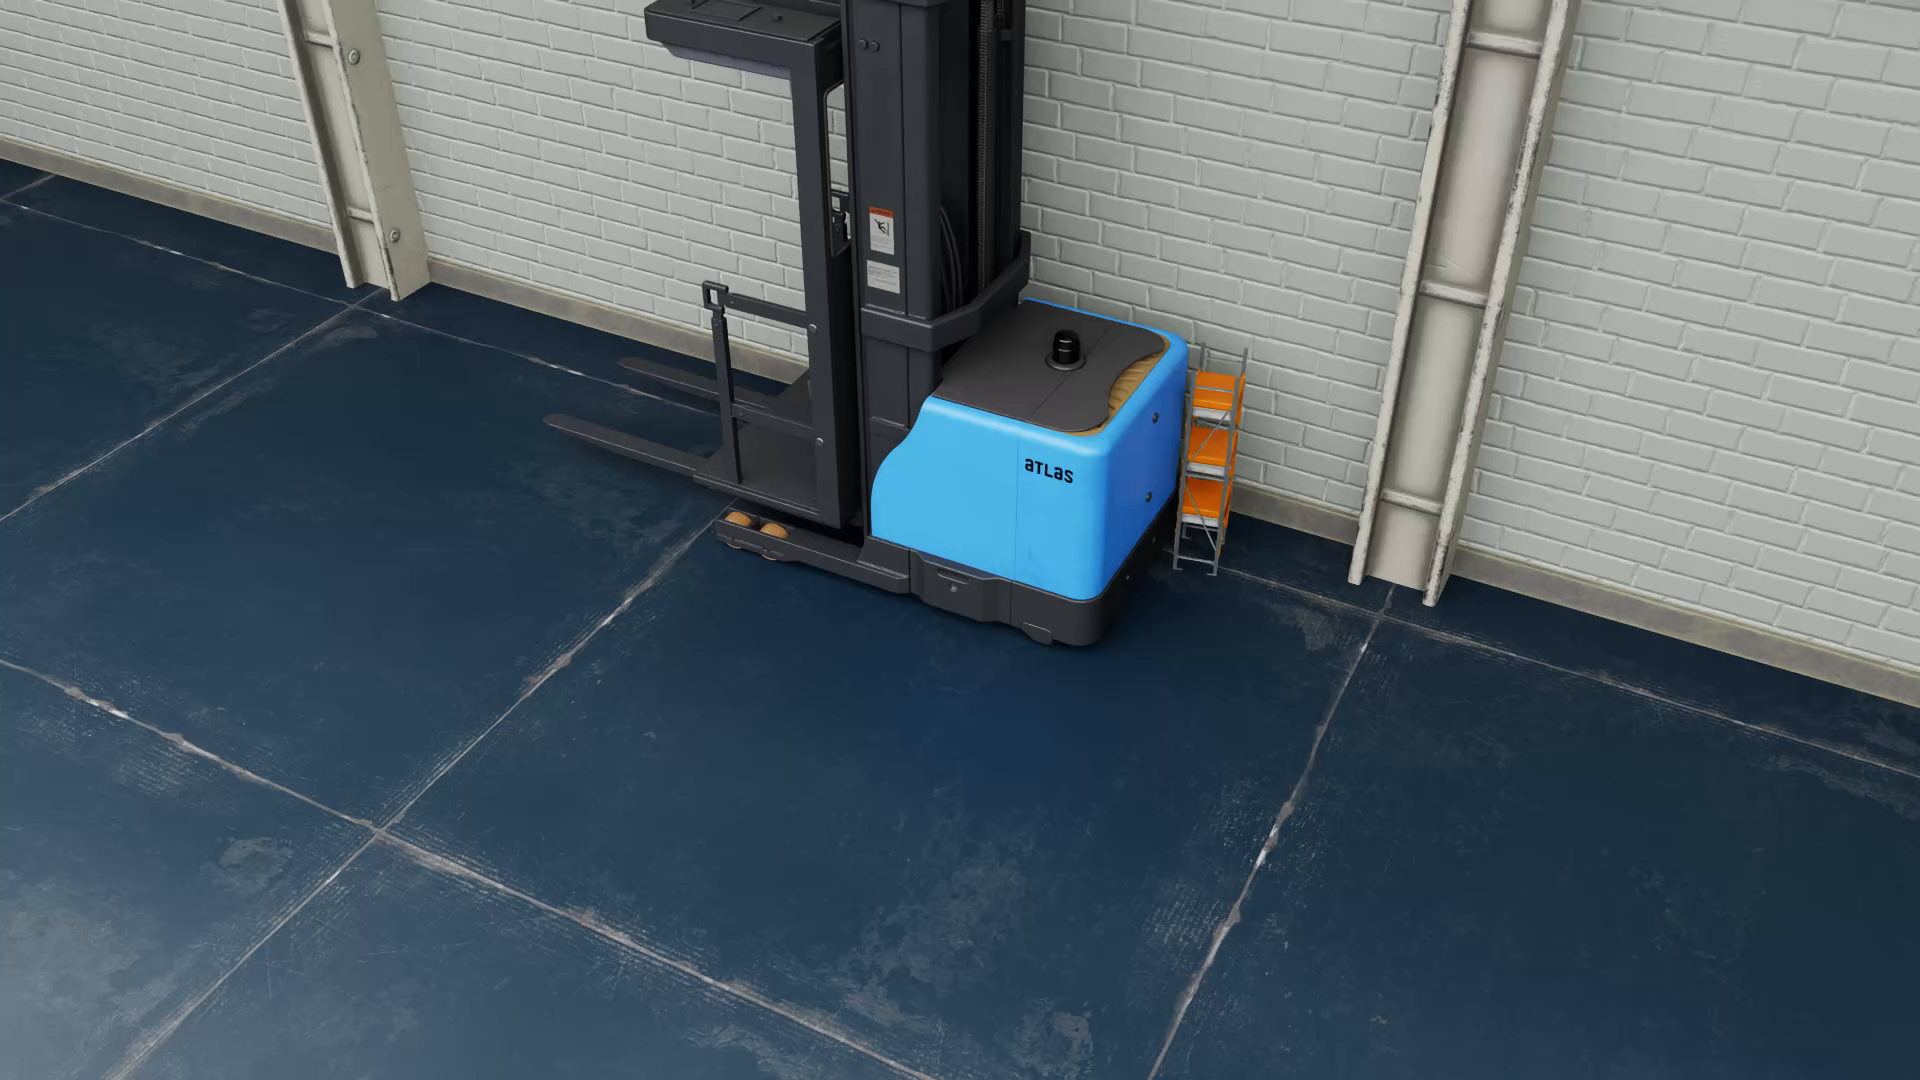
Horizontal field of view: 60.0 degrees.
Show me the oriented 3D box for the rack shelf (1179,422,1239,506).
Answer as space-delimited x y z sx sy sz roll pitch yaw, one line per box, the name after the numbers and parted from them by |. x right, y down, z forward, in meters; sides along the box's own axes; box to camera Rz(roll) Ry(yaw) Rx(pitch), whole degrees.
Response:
1.099 -0.335 7.340 0.215 0.259 0.240 10 38 12 | rack shelf

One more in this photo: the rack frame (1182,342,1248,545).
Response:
1.132 -0.414 7.427 0.200 1.050 0.008 10 38 12 | rack frame

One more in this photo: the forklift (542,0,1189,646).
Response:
-0.554 -1.340 7.091 3.031 2.935 1.130 17 40 21 | forklift

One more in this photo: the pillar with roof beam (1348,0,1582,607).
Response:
0.015 -1.113 1.773 0.400 9.000 9.100 17 41 21 | pillar with roof beam

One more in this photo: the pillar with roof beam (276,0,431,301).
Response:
-5.313 -2.781 3.971 0.400 9.000 9.100 17 41 21 | pillar with roof beam

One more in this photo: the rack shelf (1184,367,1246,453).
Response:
1.099 -0.561 7.168 0.215 0.259 0.240 10 38 12 | rack shelf

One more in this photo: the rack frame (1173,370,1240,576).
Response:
1.066 -0.272 7.240 0.200 1.050 0.008 10 38 12 | rack frame

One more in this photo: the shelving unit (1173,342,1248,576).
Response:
1.099 -0.343 7.333 0.215 1.050 0.252 10 38 12 | shelving unit

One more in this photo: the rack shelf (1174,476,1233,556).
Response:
1.099 -0.113 7.508 0.215 0.259 0.240 10 38 12 | rack shelf
